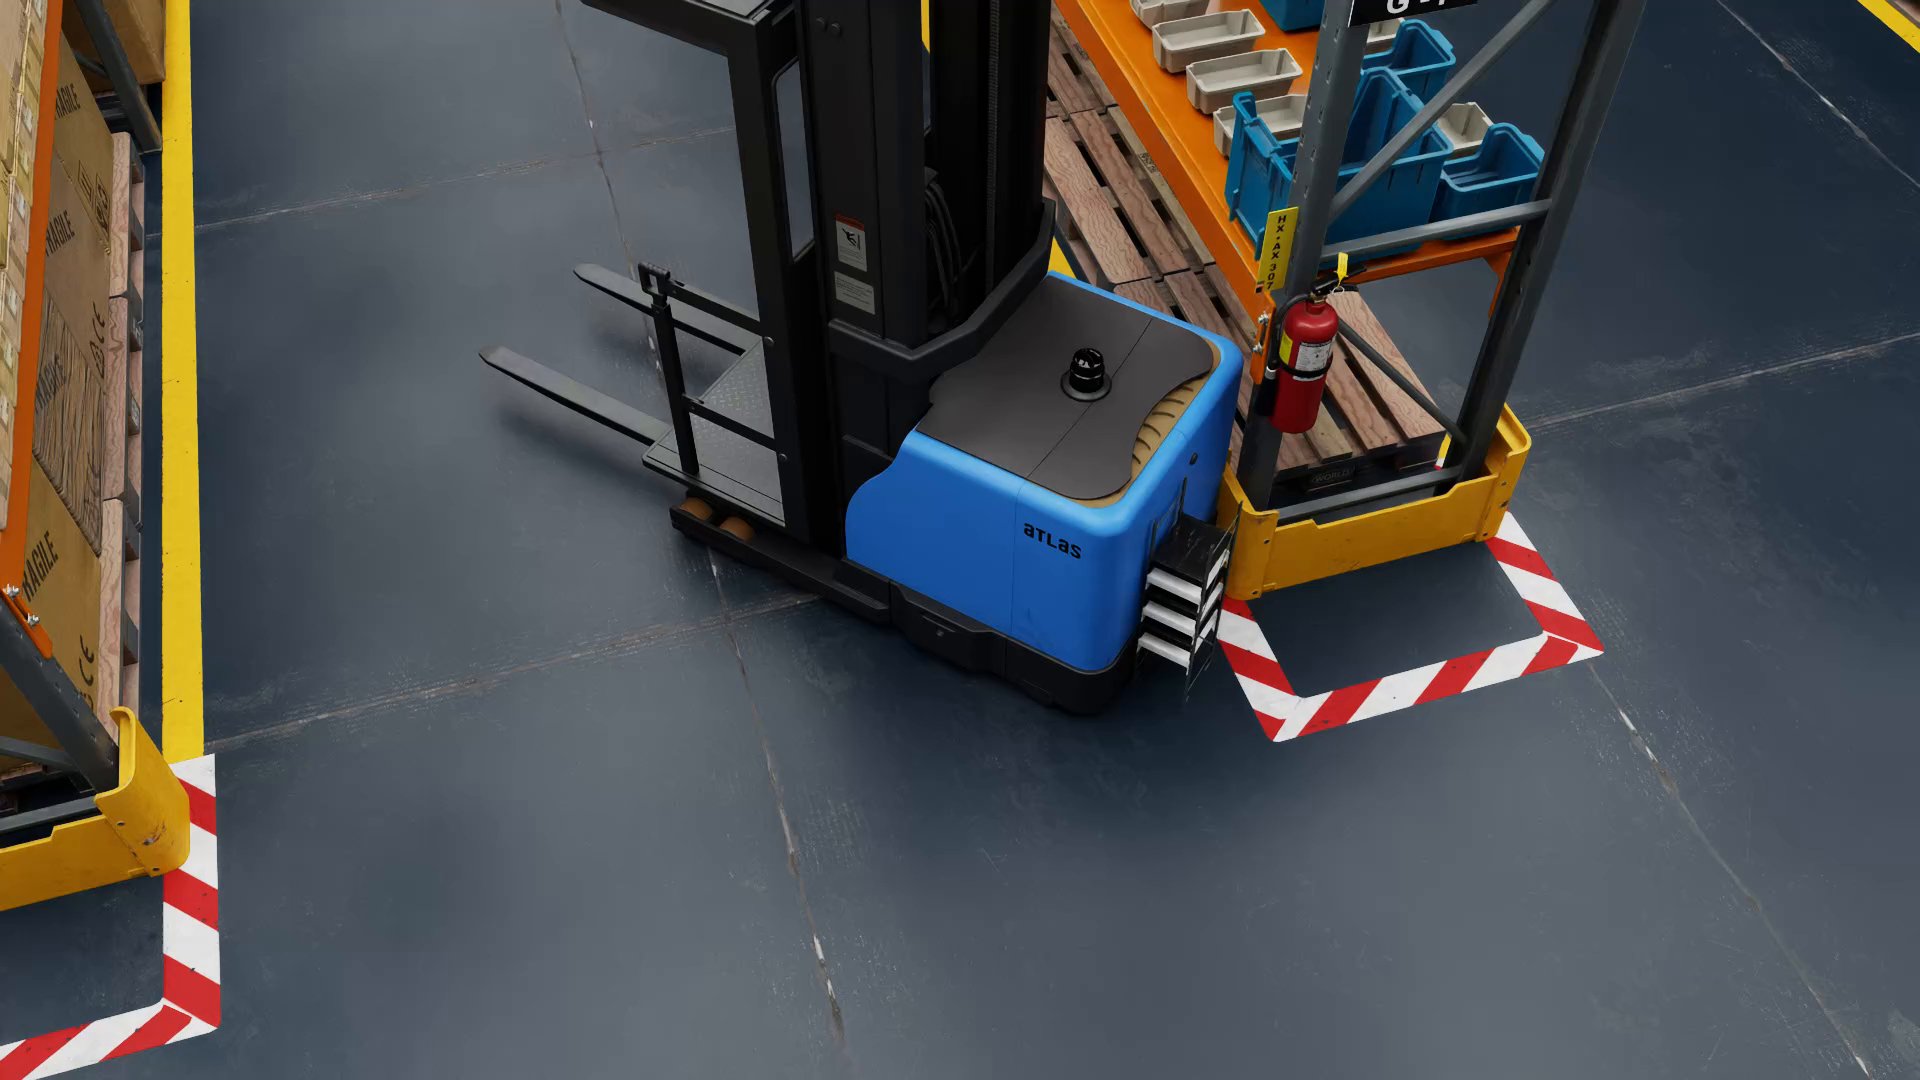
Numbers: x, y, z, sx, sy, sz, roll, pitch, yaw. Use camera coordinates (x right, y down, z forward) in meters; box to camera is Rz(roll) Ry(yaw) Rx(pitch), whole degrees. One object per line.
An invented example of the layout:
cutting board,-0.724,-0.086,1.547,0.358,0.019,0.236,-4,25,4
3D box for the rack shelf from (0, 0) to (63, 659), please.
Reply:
rack shelf,-3.806,-1.103,5.978,1.077,0.370,4.000,-13,51,-11

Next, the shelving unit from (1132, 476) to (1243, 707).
shelving unit,0.781,0.196,5.786,0.210,0.900,0.258,25,54,20

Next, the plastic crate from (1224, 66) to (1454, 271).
plastic crate,1.240,-1.227,5.550,0.616,0.435,0.499,-13,51,-11

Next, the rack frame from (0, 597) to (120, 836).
rack frame,-3.214,0.126,4.471,1.000,3.000,0.127,-13,51,-11

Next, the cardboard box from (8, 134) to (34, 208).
cardboard box,-3.460,-1.250,5.796,0.380,0.149,0.250,-14,51,-12

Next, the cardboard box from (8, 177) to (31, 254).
cardboard box,-3.386,-1.065,5.640,0.380,0.149,0.250,-14,51,-11

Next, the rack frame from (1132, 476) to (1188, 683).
rack frame,0.694,0.156,5.820,0.006,0.900,0.240,25,54,20

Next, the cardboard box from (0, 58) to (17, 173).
cardboard box,-3.563,-1.459,5.711,0.500,0.250,0.500,-14,51,-12

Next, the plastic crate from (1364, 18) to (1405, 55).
plastic crate,1.542,-1.931,6.339,0.250,0.136,0.298,-13,51,-11

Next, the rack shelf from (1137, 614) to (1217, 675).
rack shelf,0.781,0.334,5.949,0.200,0.077,0.258,25,54,20

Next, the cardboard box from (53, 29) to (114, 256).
cardboard box,-4.278,-1.746,7.164,0.875,0.875,0.875,-13,51,-11

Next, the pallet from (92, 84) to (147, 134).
pallet,-4.697,-2.443,8.461,1.003,0.211,1.213,-13,51,-11

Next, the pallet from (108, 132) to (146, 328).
pallet,-4.247,-1.323,7.517,1.003,0.211,1.213,-13,51,-11

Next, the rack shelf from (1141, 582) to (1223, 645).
rack shelf,0.781,0.218,5.811,0.200,0.077,0.258,25,54,20

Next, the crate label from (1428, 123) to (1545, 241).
crate label,1.759,-1.214,5.671,0.416,0.233,0.303,-13,51,-11

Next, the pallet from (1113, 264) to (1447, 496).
pallet,1.310,-0.706,6.997,1.003,0.211,1.213,-13,51,-11

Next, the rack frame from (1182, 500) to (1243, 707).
rack frame,0.868,0.236,5.752,0.006,0.900,0.240,25,54,20

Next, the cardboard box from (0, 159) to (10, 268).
cardboard box,-3.403,-1.079,5.391,0.500,0.250,0.500,-15,51,-12

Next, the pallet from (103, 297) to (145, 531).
pallet,-3.883,-0.431,6.765,1.003,0.211,1.213,-13,51,-11

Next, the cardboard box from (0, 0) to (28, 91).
cardboard box,-3.709,-1.830,6.024,0.500,0.250,0.500,-12,51,-10

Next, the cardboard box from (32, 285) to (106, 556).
cardboard box,-3.749,-0.438,6.062,0.875,0.875,0.875,-13,51,-11

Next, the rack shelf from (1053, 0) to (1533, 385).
rack shelf,0.926,-2.223,6.922,1.077,0.370,4.000,-13,51,-11

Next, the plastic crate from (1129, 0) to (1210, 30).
plastic crate,0.820,-2.108,6.488,0.298,0.136,0.250,-13,51,-11

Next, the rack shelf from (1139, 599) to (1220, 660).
rack shelf,0.781,0.276,5.880,0.200,0.077,0.258,25,54,20

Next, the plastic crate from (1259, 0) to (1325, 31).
plastic crate,1.369,-2.175,6.482,0.416,0.233,0.300,-13,51,-11

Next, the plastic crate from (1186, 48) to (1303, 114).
plastic crate,1.031,-1.698,6.142,0.396,0.136,0.243,-13,51,-11

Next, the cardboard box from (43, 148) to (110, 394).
cardboard box,-4.012,-1.088,6.610,0.875,0.875,0.875,-13,51,-11

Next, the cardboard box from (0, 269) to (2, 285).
cardboard box,-3.258,-0.711,5.081,0.500,0.250,0.500,-14,51,-11

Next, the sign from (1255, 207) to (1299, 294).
sign,0.997,-0.910,5.238,0.100,0.325,0.005,-13,51,-11

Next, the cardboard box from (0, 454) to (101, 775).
cardboard box,-3.480,0.226,5.502,0.875,0.875,0.875,-13,51,-11

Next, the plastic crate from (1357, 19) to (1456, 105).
plastic crate,1.564,-1.695,6.077,0.416,0.233,0.300,-13,51,-11

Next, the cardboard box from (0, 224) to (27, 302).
cardboard box,-3.310,-0.877,5.481,0.380,0.149,0.250,-14,51,-12

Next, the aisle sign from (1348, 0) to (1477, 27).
aisle sign,1.259,-1.713,4.321,0.394,0.787,0.004,-13,51,-11

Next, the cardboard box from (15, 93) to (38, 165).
cardboard box,-3.539,-1.441,5.957,0.380,0.149,0.250,-13,51,-10

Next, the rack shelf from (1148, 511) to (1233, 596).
rack shelf,0.781,0.044,5.605,0.200,0.077,0.258,25,54,20

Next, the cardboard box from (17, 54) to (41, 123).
cardboard box,-3.614,-1.627,6.114,0.380,0.149,0.250,-14,51,-12

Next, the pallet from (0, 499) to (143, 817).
pallet,-3.525,0.459,6.015,1.003,0.211,1.213,-13,51,-11

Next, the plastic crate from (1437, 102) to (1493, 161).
plastic crate,1.743,-1.436,5.921,0.250,0.136,0.298,-13,51,-11

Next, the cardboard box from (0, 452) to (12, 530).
cardboard box,-3.004,-0.127,4.849,0.380,0.149,0.250,-13,51,-11

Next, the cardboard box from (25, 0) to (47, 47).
cardboard box,-3.766,-2.002,6.430,0.380,0.149,0.250,-12,51,-10

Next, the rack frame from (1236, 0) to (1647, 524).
rack frame,1.517,-0.994,5.415,1.000,3.000,0.127,-13,51,-11

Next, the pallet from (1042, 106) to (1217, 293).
pallet,0.953,-1.595,7.747,1.003,0.211,1.213,-13,51,-11

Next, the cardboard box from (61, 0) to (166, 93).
cardboard box,-4.605,-2.709,7.976,1.225,0.875,0.875,-13,51,-11

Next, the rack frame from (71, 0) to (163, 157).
rack frame,-4.397,-2.795,6.934,1.000,3.000,0.127,-13,51,-11

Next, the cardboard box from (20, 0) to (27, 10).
cardboard box,-3.860,-2.202,6.338,0.500,0.250,0.500,-12,51,-10

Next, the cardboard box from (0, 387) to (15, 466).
cardboard box,-3.081,-0.314,5.007,0.380,0.149,0.250,-14,51,-12

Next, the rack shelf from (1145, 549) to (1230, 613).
rack shelf,0.781,0.102,5.674,0.200,0.077,0.258,25,54,20

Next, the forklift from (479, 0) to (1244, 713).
forklift,-0.535,-1.193,5.628,3.031,2.935,1.130,25,54,20

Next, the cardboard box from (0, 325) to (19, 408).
cardboard box,-3.157,-0.501,5.164,0.380,0.149,0.250,-14,51,-12

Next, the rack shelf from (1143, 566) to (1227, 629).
rack shelf,0.781,0.160,5.742,0.200,0.077,0.258,25,54,20

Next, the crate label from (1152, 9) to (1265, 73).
crate label,0.926,-1.896,6.309,0.396,0.136,0.243,-13,51,-11

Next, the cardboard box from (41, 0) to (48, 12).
cardboard box,-3.842,-2.190,6.588,0.380,0.149,0.250,-14,51,-12

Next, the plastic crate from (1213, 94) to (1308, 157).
plastic crate,1.103,-1.483,5.961,0.396,0.136,0.243,-13,51,-11

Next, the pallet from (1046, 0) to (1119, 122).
pallet,0.589,-2.488,8.499,1.003,0.211,1.213,-13,51,-11

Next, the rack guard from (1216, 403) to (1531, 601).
rack guard,1.537,-0.173,6.359,1.175,0.500,0.348,-13,51,-11

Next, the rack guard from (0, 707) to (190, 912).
rack guard,-3.207,0.949,5.412,1.175,0.500,0.348,-13,51,-11

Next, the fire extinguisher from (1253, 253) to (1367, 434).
fire extinguisher,1.128,-0.636,5.408,0.296,0.674,0.183,-13,51,-11

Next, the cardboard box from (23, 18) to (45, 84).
cardboard box,-3.689,-1.814,6.271,0.380,0.149,0.250,-12,51,-10

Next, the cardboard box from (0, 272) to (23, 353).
cardboard box,-3.235,-0.691,5.325,0.380,0.149,0.250,-14,51,-12
